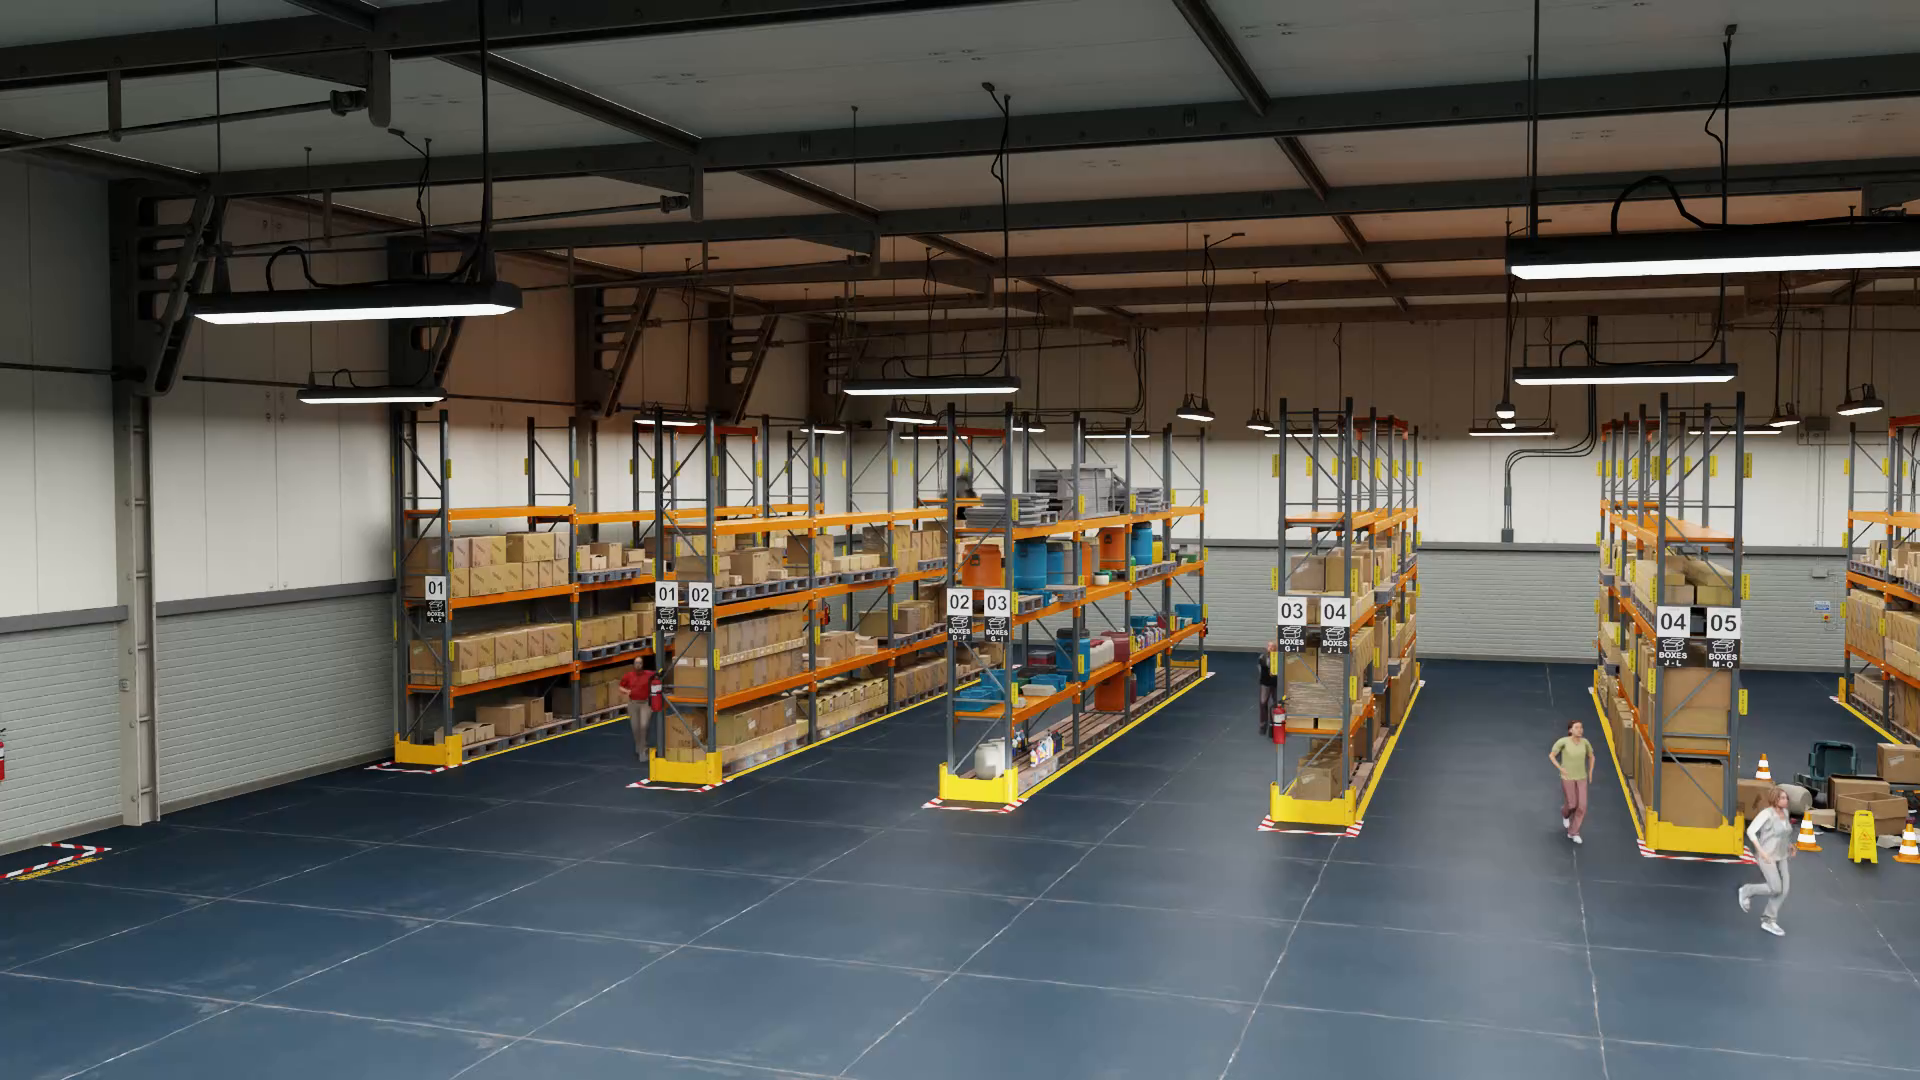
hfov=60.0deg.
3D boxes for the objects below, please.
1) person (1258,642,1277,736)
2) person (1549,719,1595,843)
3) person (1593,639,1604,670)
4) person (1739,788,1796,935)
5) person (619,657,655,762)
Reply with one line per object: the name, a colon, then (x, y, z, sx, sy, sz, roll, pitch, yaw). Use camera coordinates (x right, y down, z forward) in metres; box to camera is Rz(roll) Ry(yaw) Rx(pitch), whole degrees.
person: (5.936, 2.801, 31.541, 0.623, 1.762, 1.047, 1, 3, 18)
person: (8.289, 3.235, 22.488, 0.612, 1.647, 0.564, 0, 2, 2)
person: (14.775, 2.524, 37.926, 0.625, 1.716, 0.691, 1, 3, 16)
person: (8.773, 3.459, 18.094, 0.537, 1.561, 0.560, -1, 3, -28)
person: (-5.555, 2.893, 28.752, 0.659, 1.749, 0.946, 0, 2, -2)
